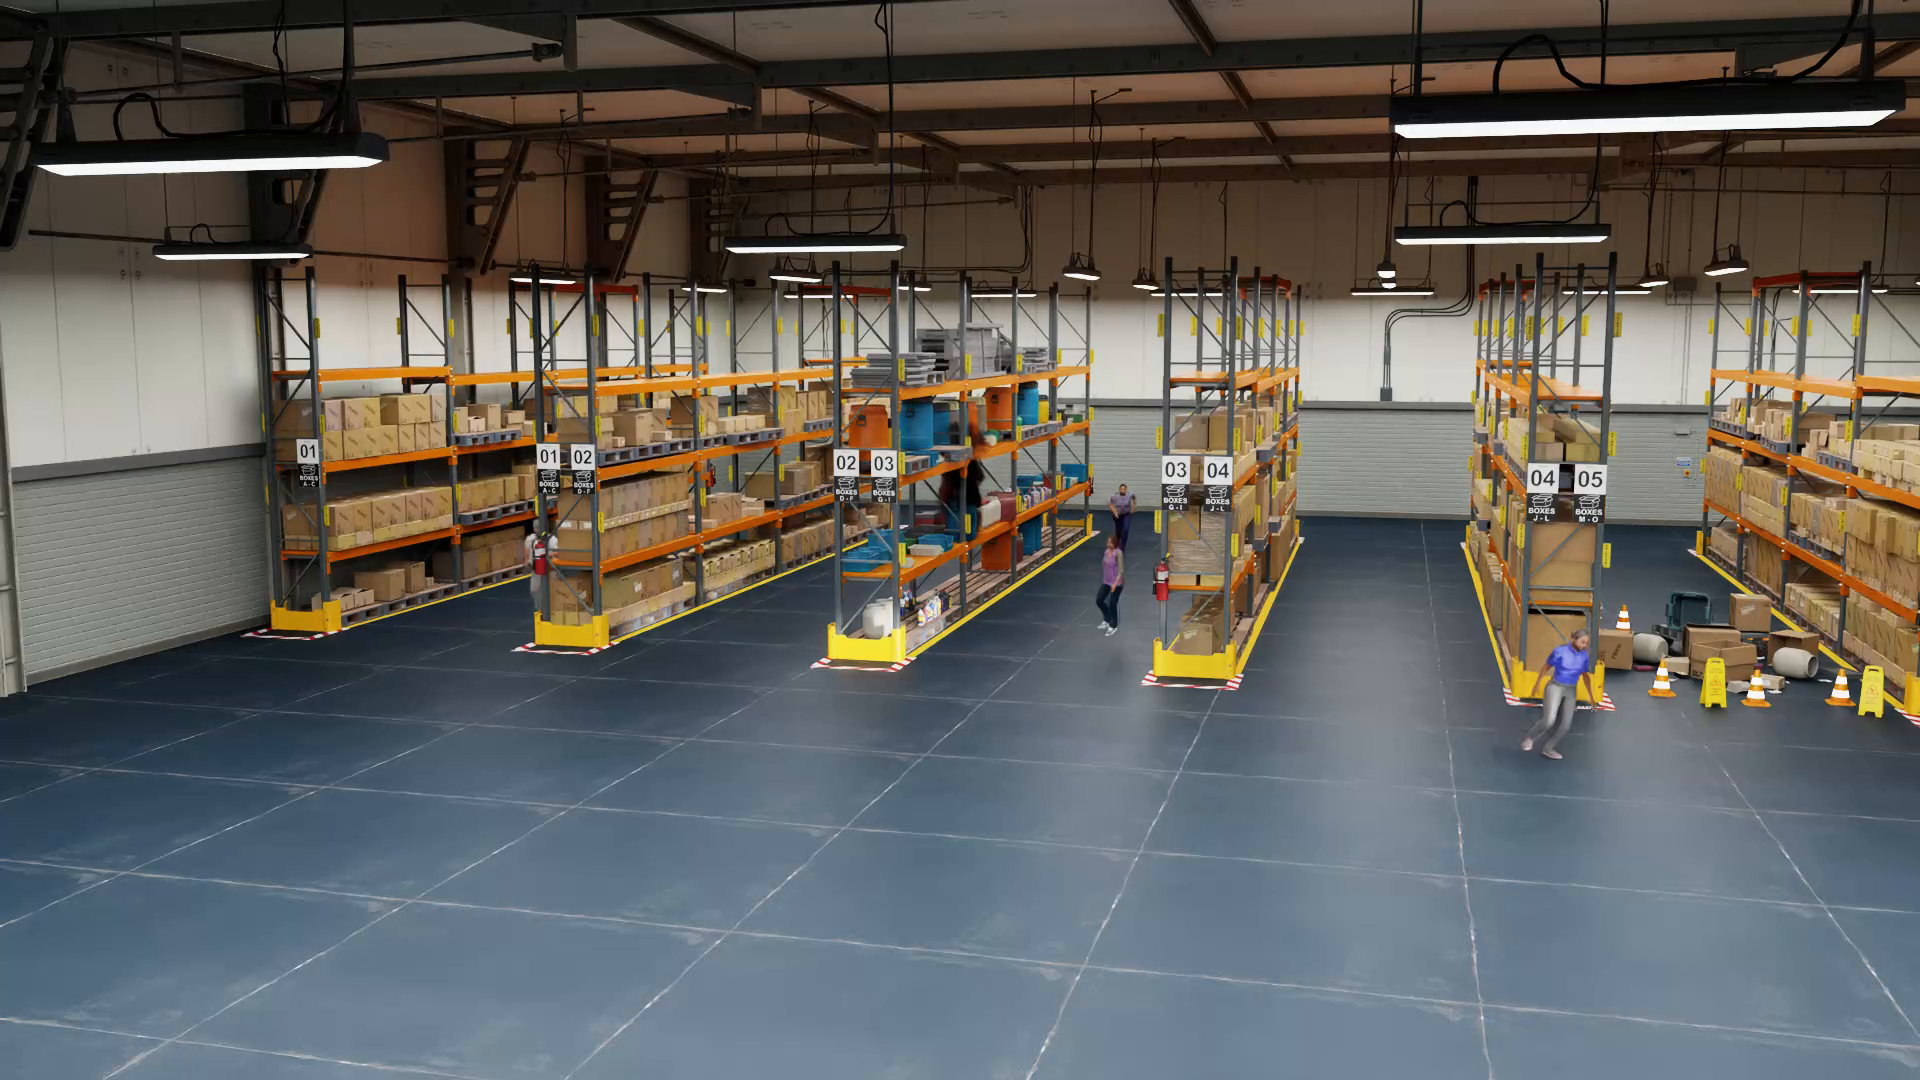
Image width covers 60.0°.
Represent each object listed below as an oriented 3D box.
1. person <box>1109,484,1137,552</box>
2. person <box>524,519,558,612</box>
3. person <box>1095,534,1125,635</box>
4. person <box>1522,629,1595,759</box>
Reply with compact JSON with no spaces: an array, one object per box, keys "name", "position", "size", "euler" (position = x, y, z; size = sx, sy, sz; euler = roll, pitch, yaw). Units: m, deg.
[{"name":"person","position":[3.644,-0.496,37.420],"size":[0.629,1.613,0.955],"euler":[0,7,-2]},{"name":"person","position":[-7.152,0.539,28.493],"size":[0.762,1.848,0.730],"euler":[1,7,10]},{"name":"person","position":[2.338,0.691,25.783],"size":[0.416,1.598,0.635],"euler":[-5,9,-36]},{"name":"person","position":[6.978,1.772,19.348],"size":[0.712,1.572,0.601],"euler":[-1,7,-8]}]
